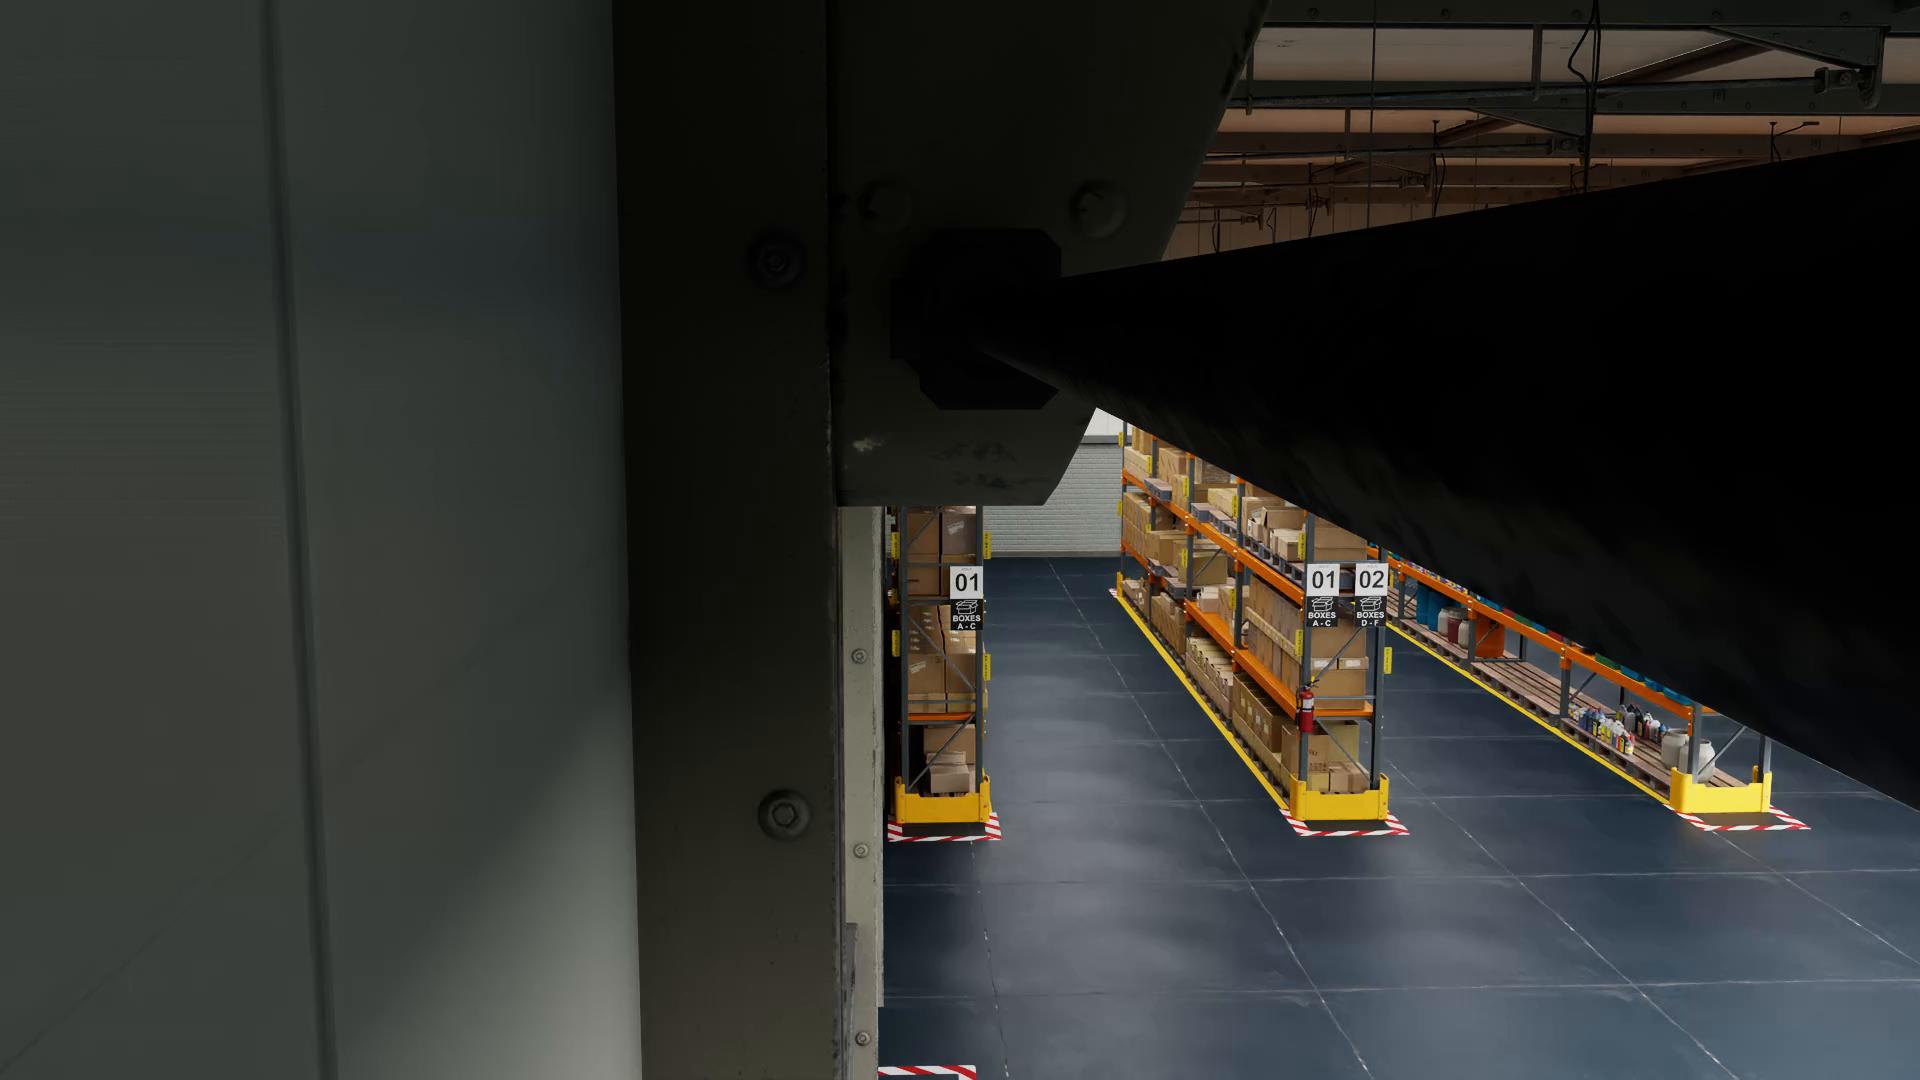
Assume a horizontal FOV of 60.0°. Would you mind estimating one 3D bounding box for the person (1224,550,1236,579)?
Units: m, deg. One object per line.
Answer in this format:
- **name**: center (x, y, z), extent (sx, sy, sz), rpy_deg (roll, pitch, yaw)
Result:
- **person**: center (5.883, 0.376, 36.228), extent (0.739, 1.643, 0.518), rpy_deg (-3, 9, -23)
